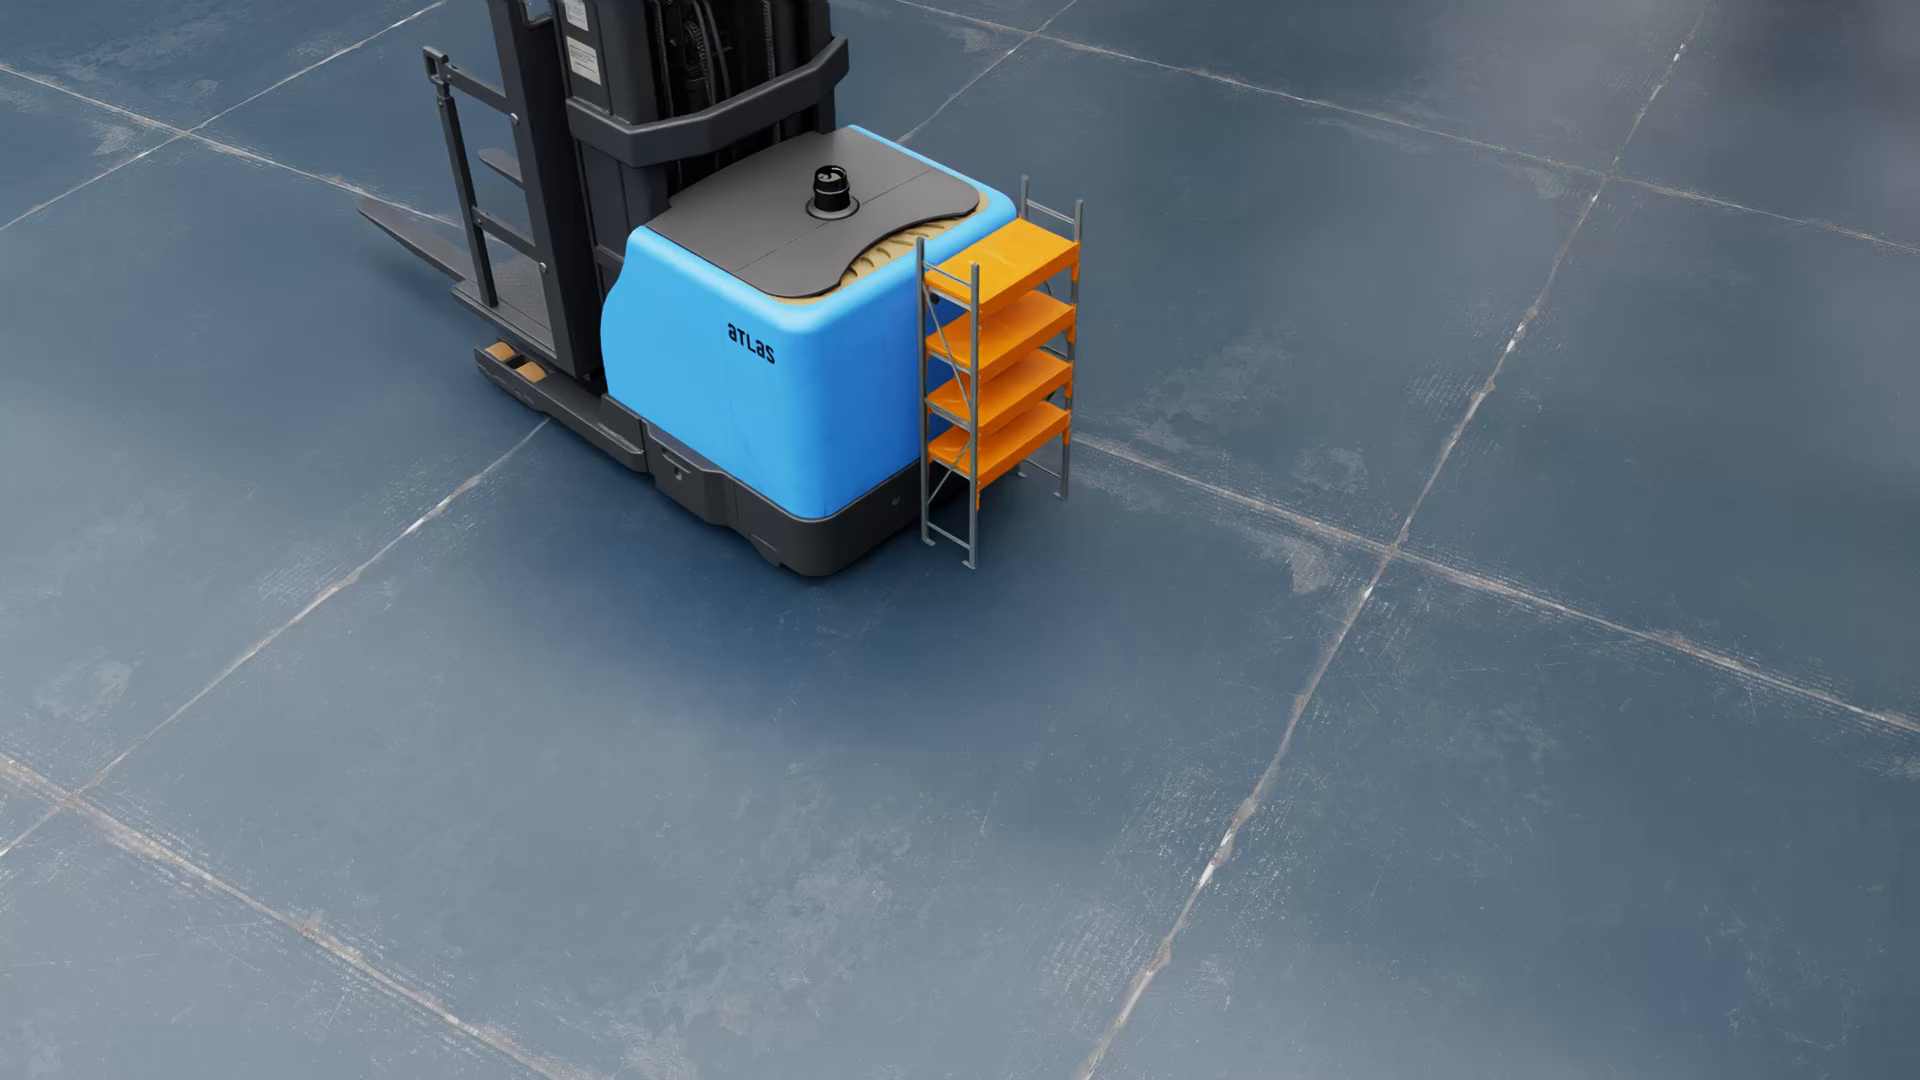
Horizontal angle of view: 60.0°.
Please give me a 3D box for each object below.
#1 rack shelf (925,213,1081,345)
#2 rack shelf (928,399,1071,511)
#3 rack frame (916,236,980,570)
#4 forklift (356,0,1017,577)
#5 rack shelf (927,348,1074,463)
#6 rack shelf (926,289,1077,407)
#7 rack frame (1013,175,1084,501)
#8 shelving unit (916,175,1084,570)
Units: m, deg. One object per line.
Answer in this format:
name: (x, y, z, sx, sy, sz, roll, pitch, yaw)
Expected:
rack shelf: (0.125, -0.818, 5.177, 0.258, 0.148, 0.480, 30, 50, 30)
rack shelf: (0.125, -0.324, 5.612, 0.258, 0.148, 0.480, 30, 50, 30)
rack frame: (-0.037, -0.403, 5.299, 0.240, 1.200, 0.015, 30, 50, 30)
forklift: (-1.221, -1.831, 5.612, 3.031, 2.935, 1.130, 32, 50, 31)
rack shelf: (0.125, -0.473, 5.481, 0.258, 0.148, 0.480, 30, 50, 30)
rack shelf: (0.125, -0.641, 5.333, 0.258, 0.148, 0.480, 30, 50, 30)
rack frame: (0.287, -0.644, 5.573, 0.240, 1.200, 0.015, 30, 50, 30)
shelving unit: (0.125, -0.523, 5.436, 0.258, 1.200, 0.503, 30, 50, 30)
